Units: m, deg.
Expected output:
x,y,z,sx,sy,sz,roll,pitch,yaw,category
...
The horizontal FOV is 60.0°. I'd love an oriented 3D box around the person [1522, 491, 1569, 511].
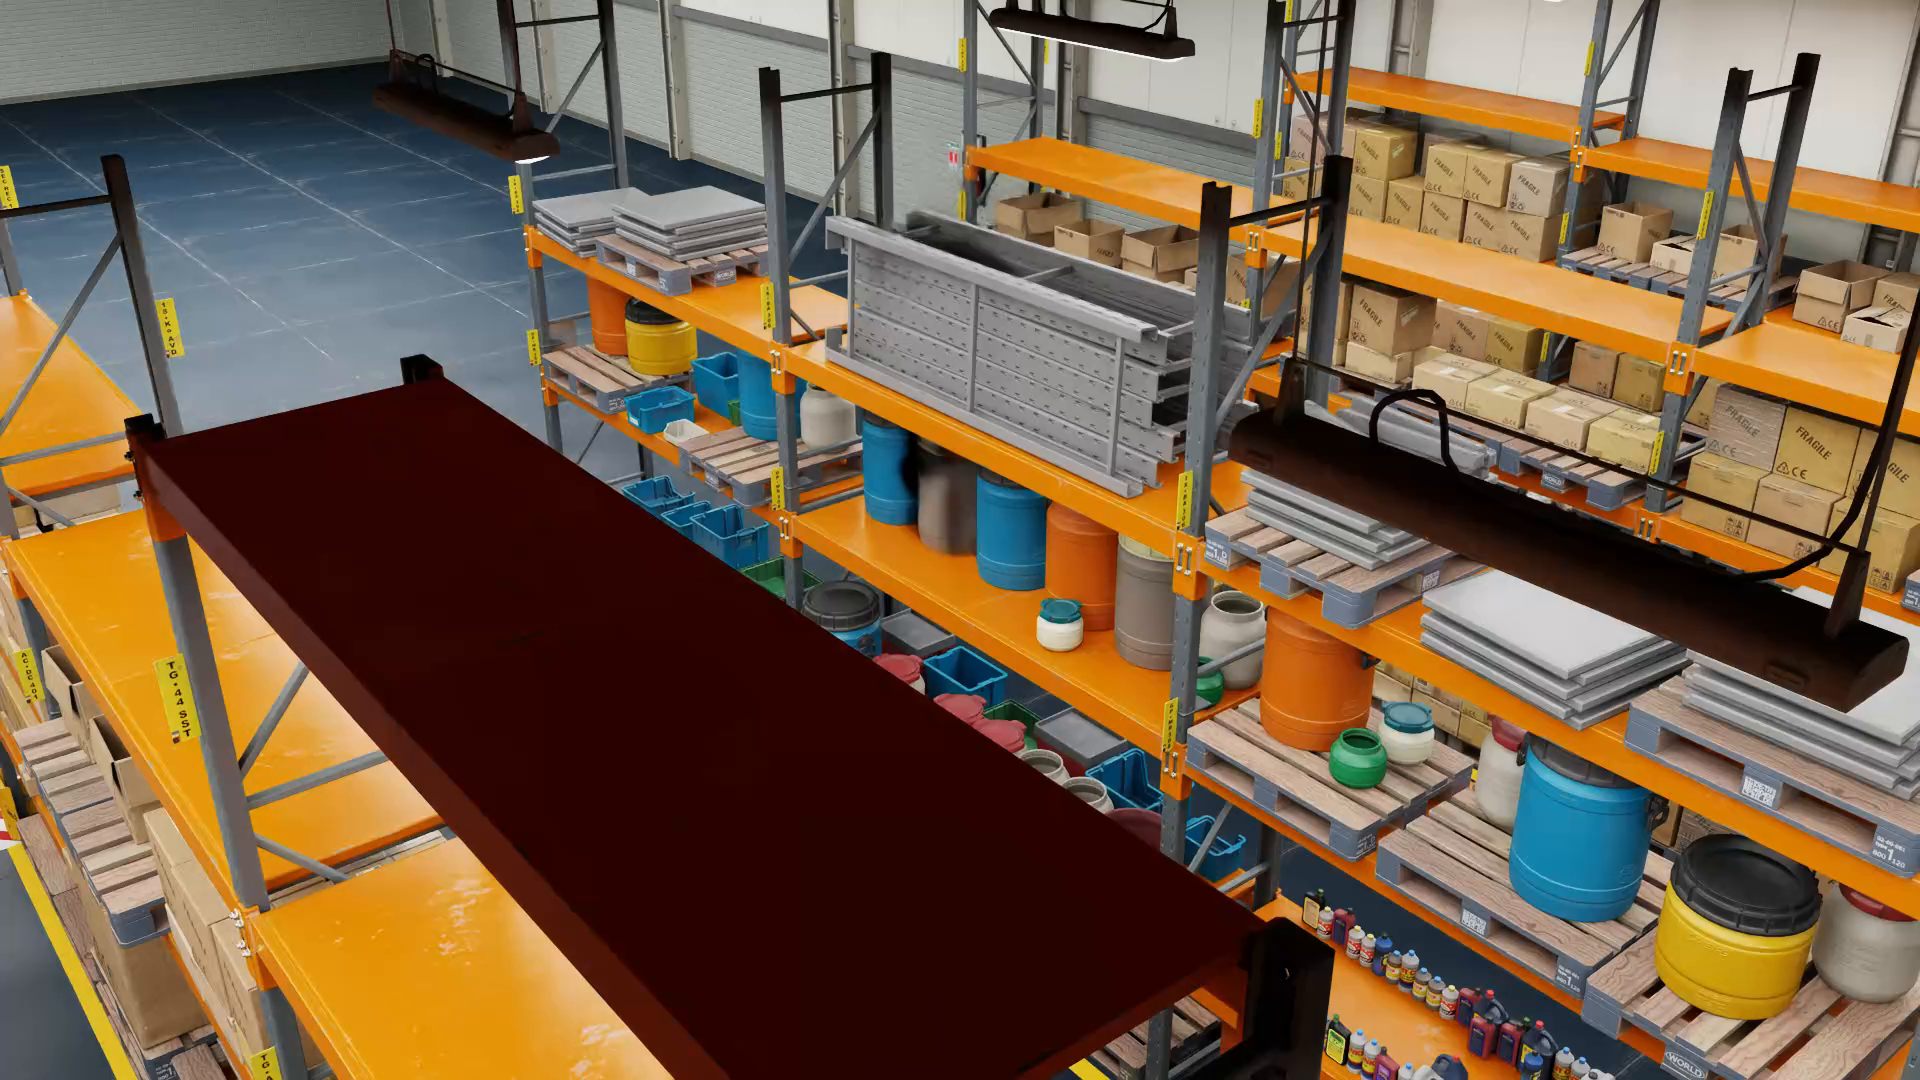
x,y,z,sx,sy,sz,roll,pitch,yaw,category
5.618,-0.041,16.425,0.573,1.648,0.593,21,33,36,person
